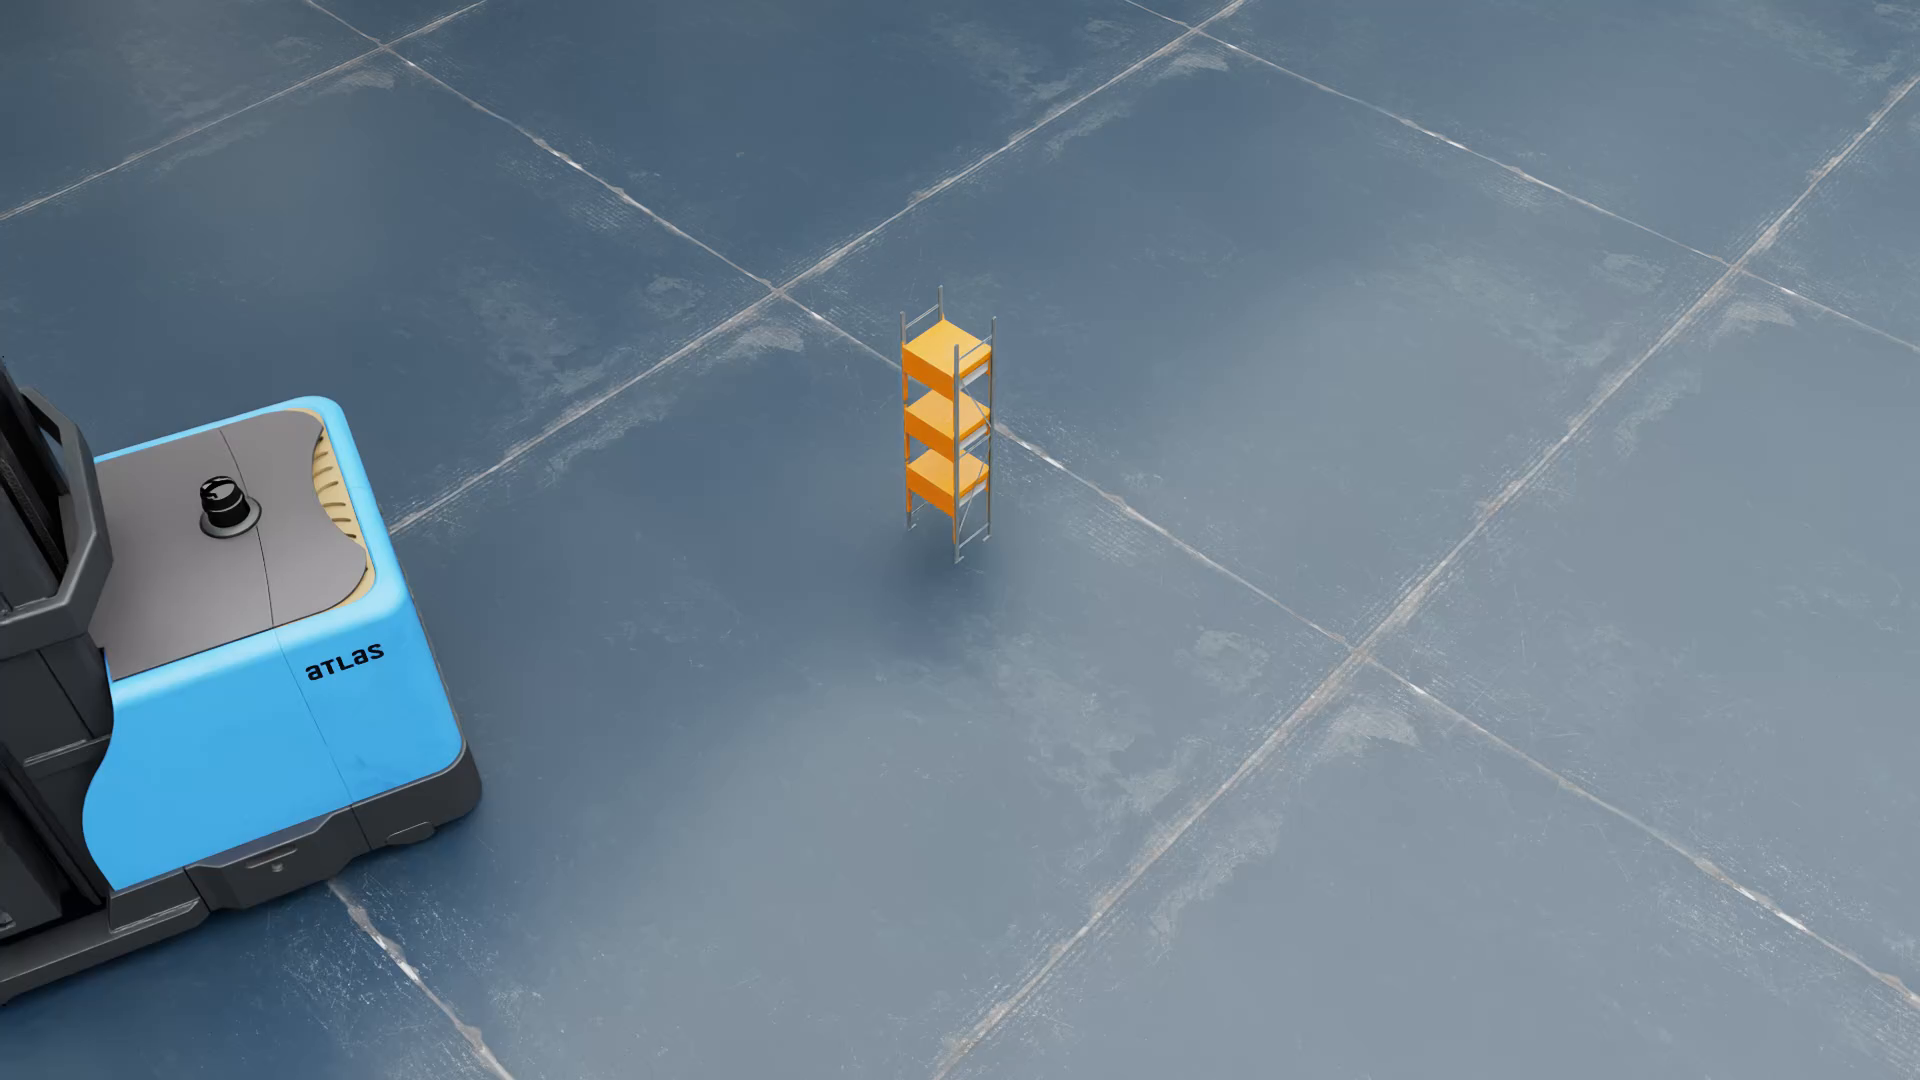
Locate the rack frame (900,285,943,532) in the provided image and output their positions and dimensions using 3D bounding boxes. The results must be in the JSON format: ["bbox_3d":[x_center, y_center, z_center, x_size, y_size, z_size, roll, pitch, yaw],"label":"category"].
[{"bbox_3d":[-0.129,-0.446,5.949,0.008,1.050,0.200,34,55,28],"label":"rack frame"}]

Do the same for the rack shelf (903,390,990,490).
[{"bbox_3d":[-0.039,-0.379,5.900,0.240,0.259,0.215,34,55,28],"label":"rack shelf"}]

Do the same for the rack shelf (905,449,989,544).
[{"bbox_3d":[-0.039,-0.188,6.102,0.240,0.259,0.215,34,55,28],"label":"rack shelf"}]

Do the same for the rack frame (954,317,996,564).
[{"bbox_3d":[0.050,-0.325,5.835,0.008,1.050,0.200,34,55,28],"label":"rack frame"}]

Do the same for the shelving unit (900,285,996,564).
[{"bbox_3d":[-0.039,-0.386,5.892,0.252,1.050,0.215,34,55,28],"label":"shelving unit"}]

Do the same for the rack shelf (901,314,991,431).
[{"bbox_3d":[-0.039,-0.573,5.693,0.240,0.259,0.215,34,55,28],"label":"rack shelf"}]

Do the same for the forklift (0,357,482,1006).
[{"bbox_3d":[-3.103,0.049,4.193,3.031,2.935,1.130,-20,50,-18],"label":"forklift"}]
